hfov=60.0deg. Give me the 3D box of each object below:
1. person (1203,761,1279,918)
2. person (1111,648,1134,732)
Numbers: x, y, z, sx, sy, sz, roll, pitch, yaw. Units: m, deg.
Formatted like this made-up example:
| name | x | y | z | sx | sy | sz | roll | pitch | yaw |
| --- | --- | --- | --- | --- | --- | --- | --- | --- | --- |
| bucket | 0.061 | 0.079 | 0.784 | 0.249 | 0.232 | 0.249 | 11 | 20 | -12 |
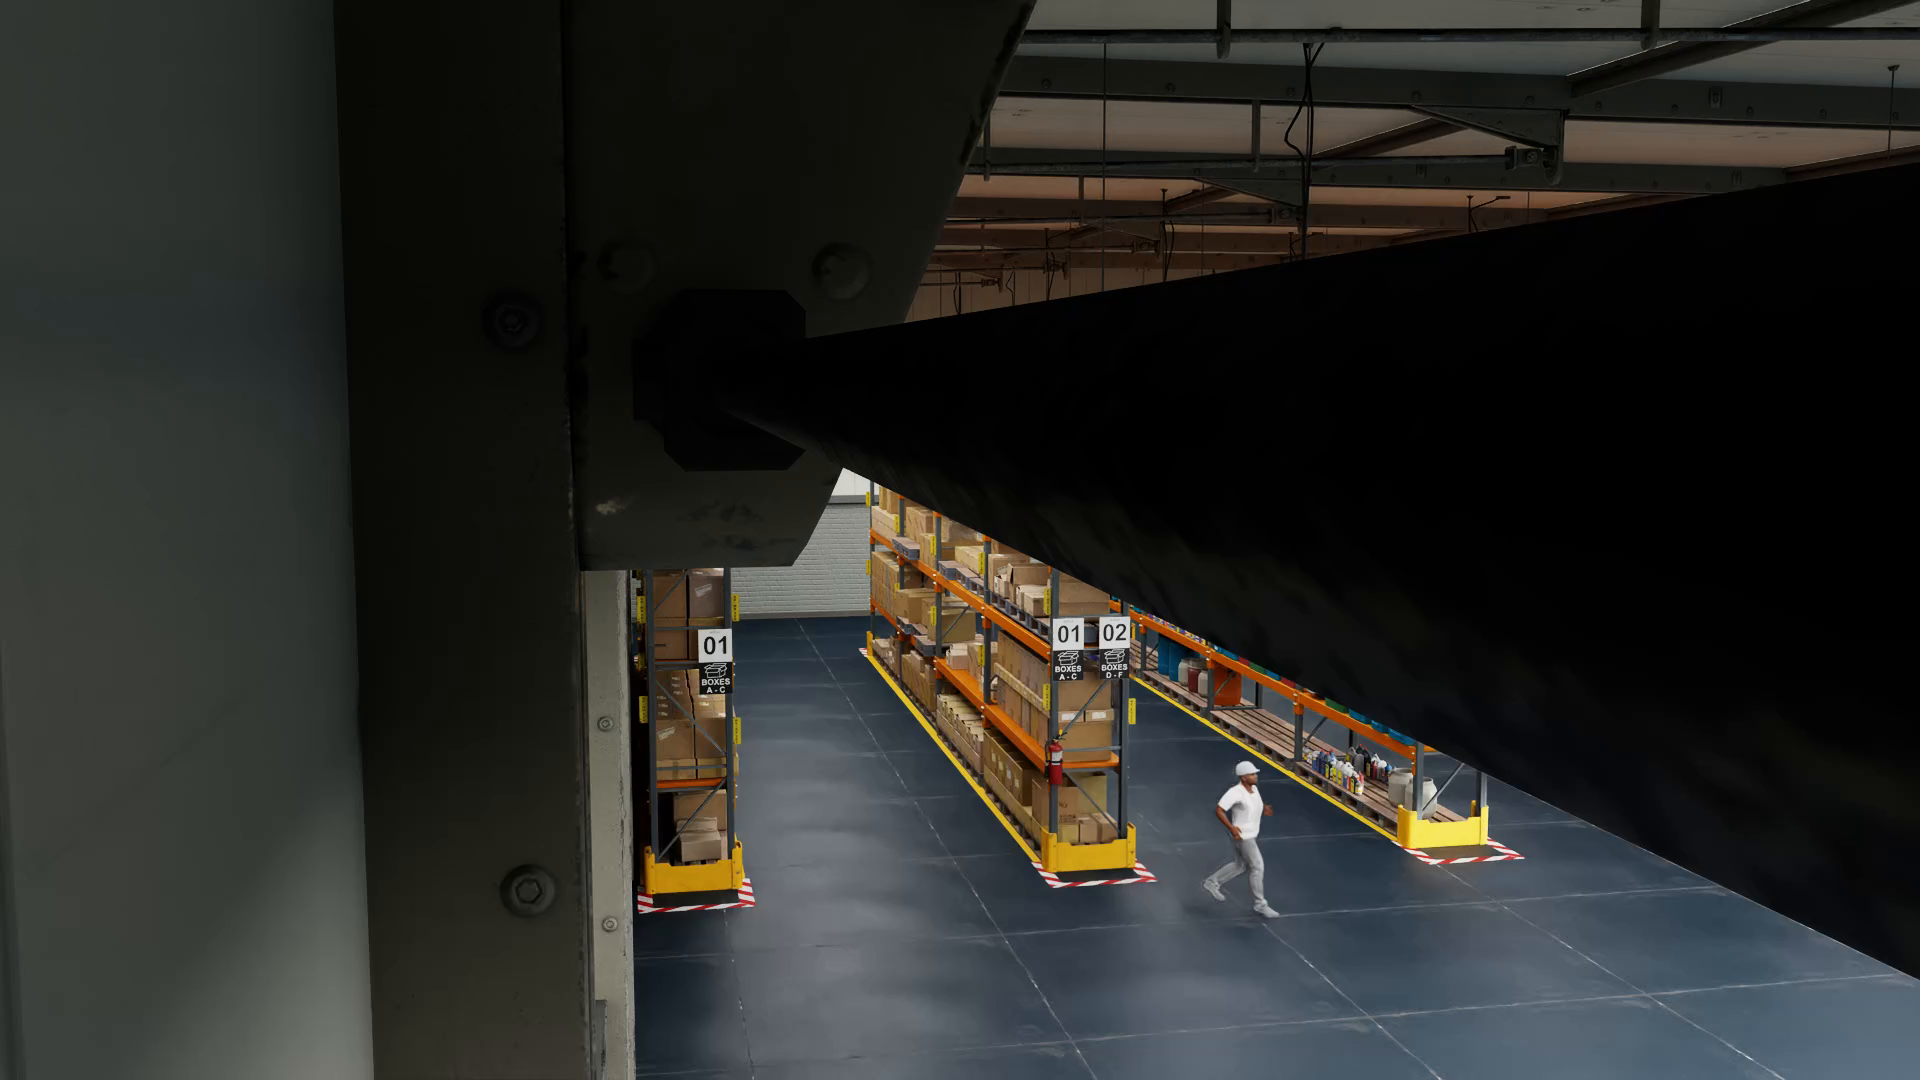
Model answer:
| name | x | y | z | sx | sy | sz | roll | pitch | yaw |
| --- | --- | --- | --- | --- | --- | --- | --- | --- | --- |
| person | 3.286 | 3.435 | 19.314 | 0.916 | 1.781 | 0.681 | 3 | 7 | 24 |
| person | 2.656 | 2.356 | 27.755 | 0.599 | 1.623 | 0.624 | -2 | 6 | -19 |
